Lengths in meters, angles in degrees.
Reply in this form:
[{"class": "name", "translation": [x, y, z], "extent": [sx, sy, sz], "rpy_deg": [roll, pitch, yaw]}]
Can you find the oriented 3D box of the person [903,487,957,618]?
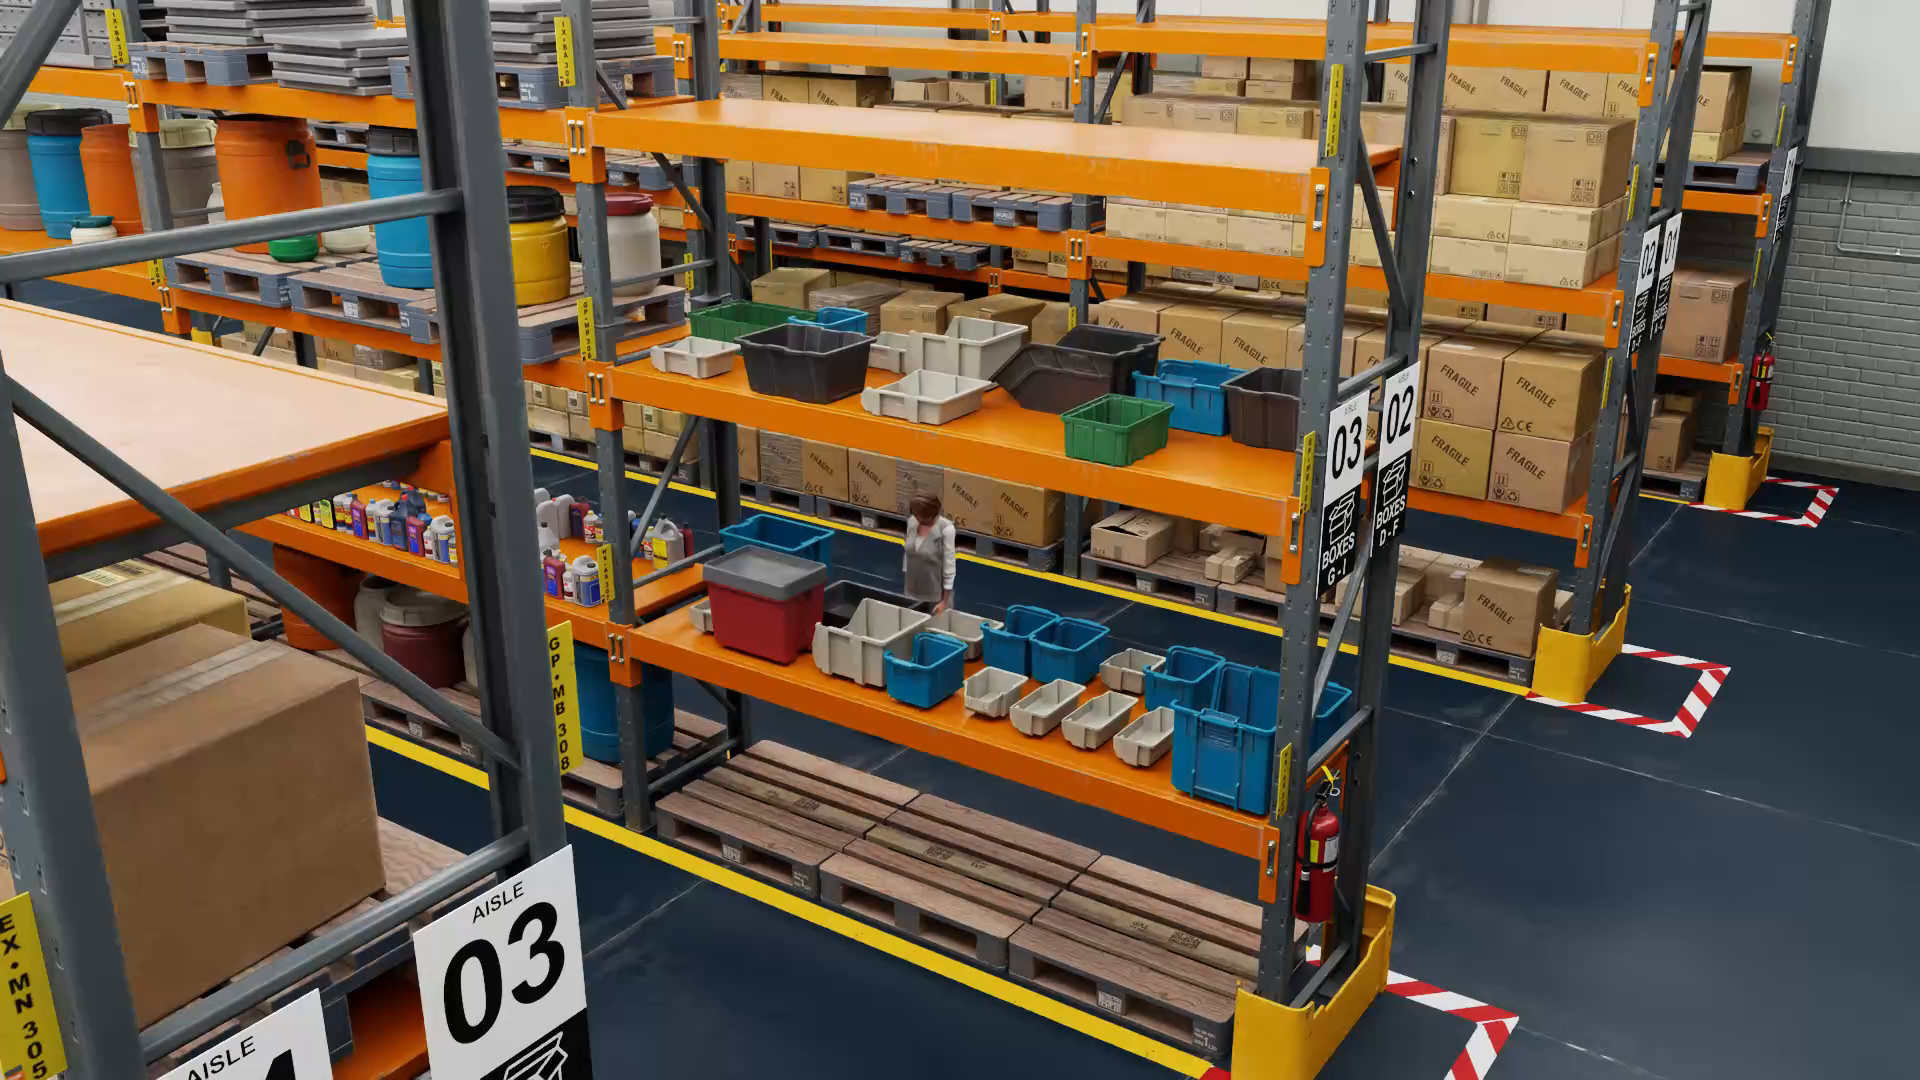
[{"class": "person", "translation": [-0.197, 0.398, 11.067], "extent": [0.417, 1.562, 0.340], "rpy_deg": [14, 24, 33]}]
